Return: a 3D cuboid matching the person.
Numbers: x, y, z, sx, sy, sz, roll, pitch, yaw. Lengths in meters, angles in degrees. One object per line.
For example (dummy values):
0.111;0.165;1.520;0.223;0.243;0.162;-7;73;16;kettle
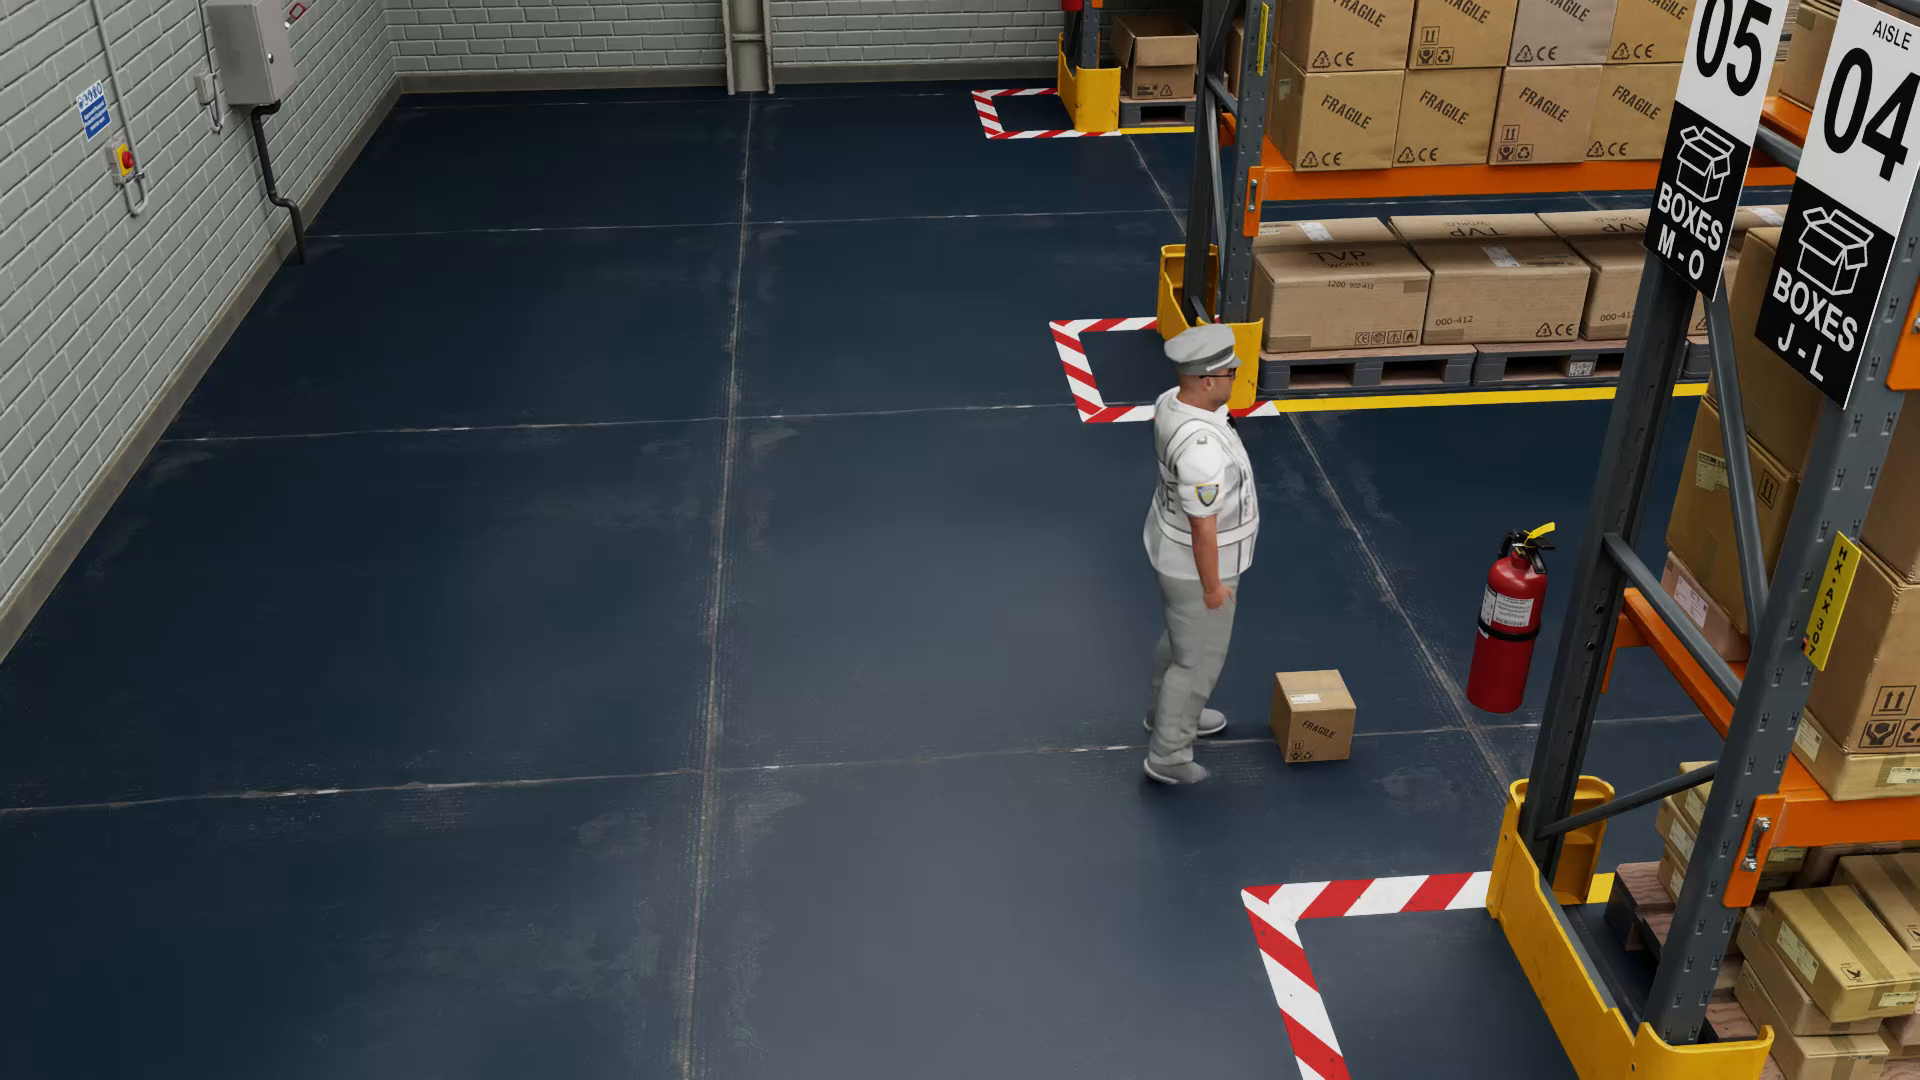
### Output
0.868;0.070;6.052;0.390;1.815;0.530;-2;31;-4;person
